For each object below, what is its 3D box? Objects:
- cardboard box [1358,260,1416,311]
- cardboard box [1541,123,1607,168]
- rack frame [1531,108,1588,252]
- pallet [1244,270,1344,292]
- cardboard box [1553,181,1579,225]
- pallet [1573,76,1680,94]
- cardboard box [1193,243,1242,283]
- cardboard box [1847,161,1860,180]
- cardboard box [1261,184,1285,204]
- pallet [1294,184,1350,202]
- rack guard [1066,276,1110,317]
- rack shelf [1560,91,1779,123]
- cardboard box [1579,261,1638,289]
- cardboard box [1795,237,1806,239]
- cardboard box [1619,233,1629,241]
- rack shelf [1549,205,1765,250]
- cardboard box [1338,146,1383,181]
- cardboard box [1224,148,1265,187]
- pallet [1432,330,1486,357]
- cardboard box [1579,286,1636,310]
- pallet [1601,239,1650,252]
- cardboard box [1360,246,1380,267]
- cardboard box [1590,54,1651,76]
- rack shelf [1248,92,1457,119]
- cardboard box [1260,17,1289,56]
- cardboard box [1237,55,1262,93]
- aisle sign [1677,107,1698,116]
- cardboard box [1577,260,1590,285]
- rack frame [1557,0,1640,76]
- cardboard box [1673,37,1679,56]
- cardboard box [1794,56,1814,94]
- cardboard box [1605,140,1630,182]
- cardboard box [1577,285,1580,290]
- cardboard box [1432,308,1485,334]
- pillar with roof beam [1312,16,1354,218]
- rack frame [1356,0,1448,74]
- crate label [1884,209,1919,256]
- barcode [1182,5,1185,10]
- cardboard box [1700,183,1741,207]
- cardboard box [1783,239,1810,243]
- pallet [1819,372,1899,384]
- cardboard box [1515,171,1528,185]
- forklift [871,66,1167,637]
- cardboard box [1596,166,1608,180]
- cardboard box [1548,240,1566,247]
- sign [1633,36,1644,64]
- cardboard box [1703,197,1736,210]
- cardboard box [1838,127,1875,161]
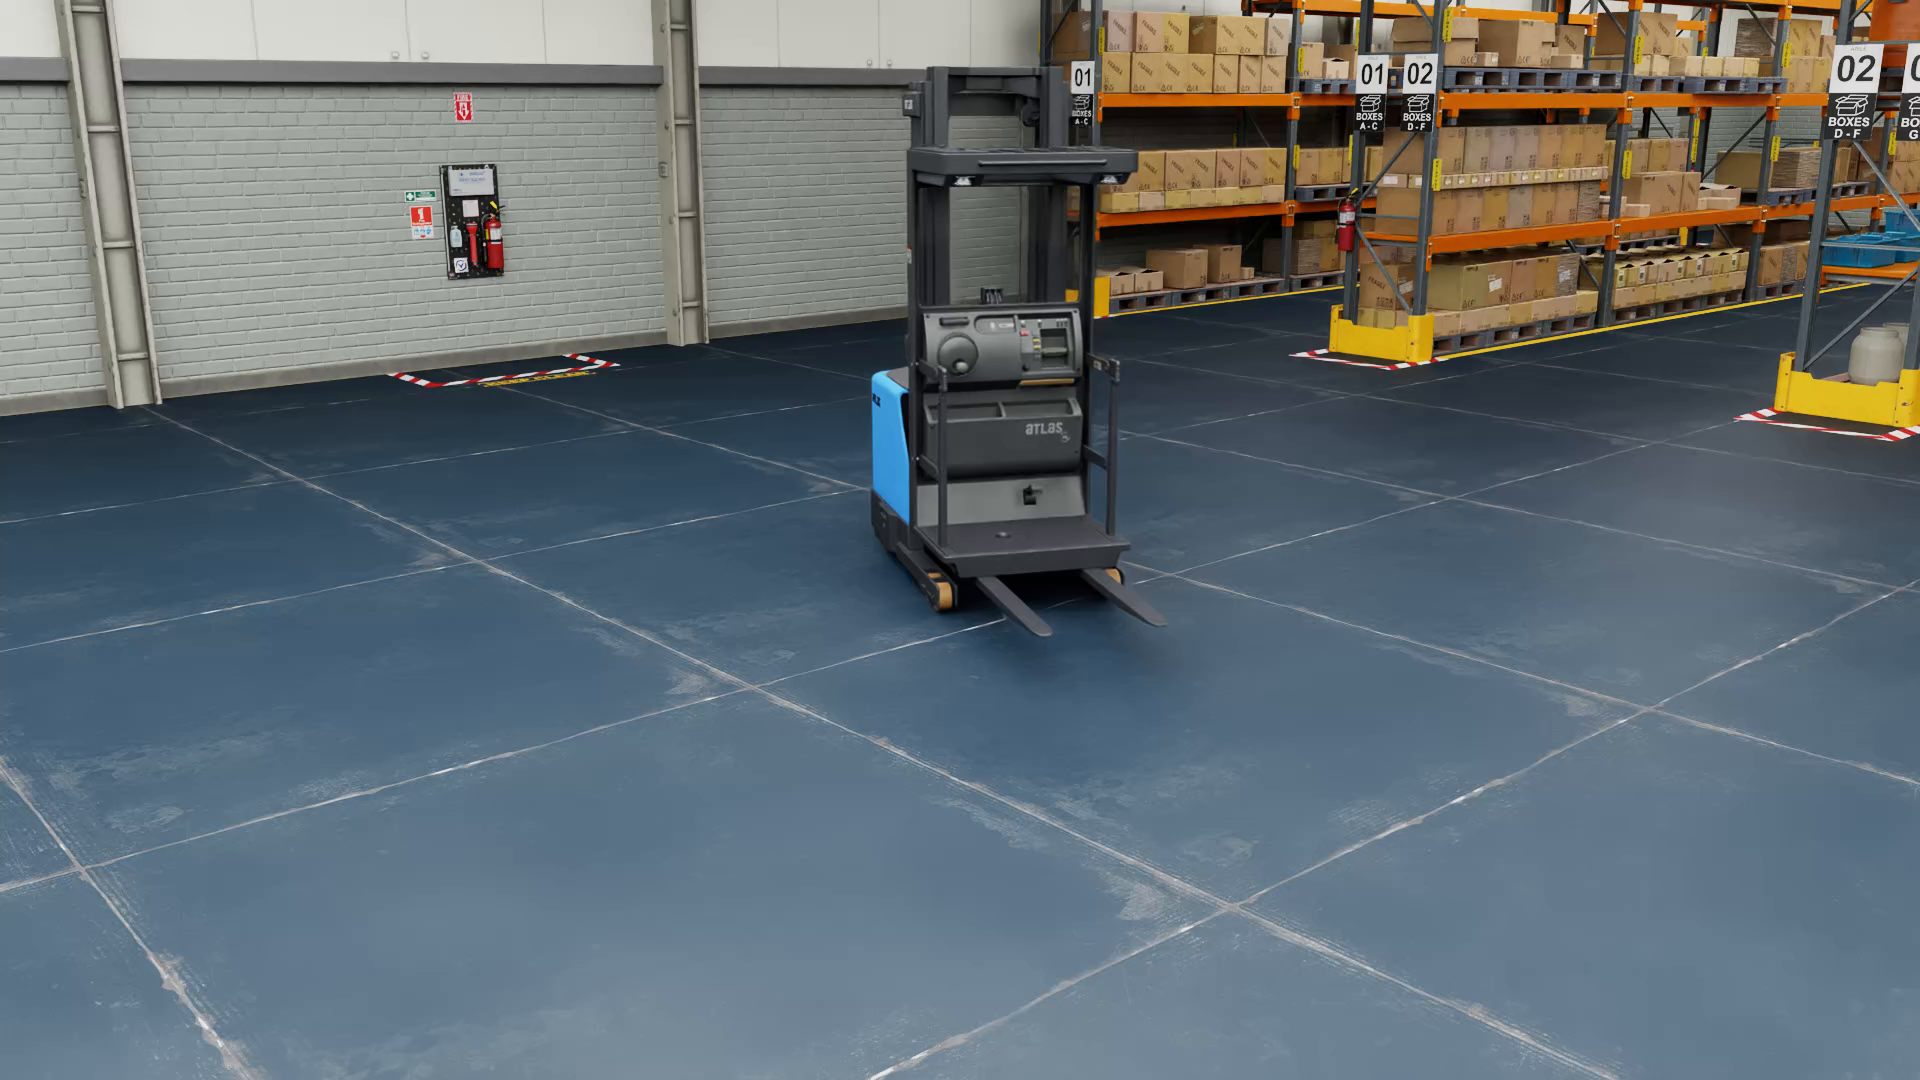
[{"bbox_3d":[4.870,-2.886,18.803,0.500,0.500,0.500,-13,19,-39],"label":"cardboard box"},{"bbox_3d":[7.348,-4.777,20.112,0.500,0.500,0.700,-13,19,-39],"label":"cardboard box"},{"bbox_3d":[10.459,-6.497,29.260,0.127,3.000,1.000,-13,19,-39],"label":"rack frame"},{"bbox_3d":[5.010,-3.927,25.041,1.213,0.211,1.003,-13,19,-39],"label":"pallet"},{"bbox_3d":[6.954,-4.059,19.941,0.500,0.500,0.700,-13,20,-40],"label":"cardboard box"},{"bbox_3d":[8.335,-5.687,20.785,1.217,0.209,0.805,-14,20,-42],"label":"pallet"},{"bbox_3d":[3.667,-3.963,23.765,0.500,0.500,0.500,14,21,43],"label":"cardboard box"},{"bbox_3d":[13.922,-5.716,26.143,0.500,0.500,0.500,-12,19,-38],"label":"cardboard box"},{"bbox_3d":[4.265,-4.940,23.682,0.500,0.250,0.500,-13,19,-39],"label":"cardboard box"},{"bbox_3d":[5.096,-5.150,24.590,1.213,0.211,1.003,-13,19,-39],"label":"pallet"},{"bbox_3d":[1.464,-3.269,22.021,0.348,0.500,1.175,-13,19,-39],"label":"rack guard"},{"bbox_3d":[9.187,-5.618,21.553,4.000,0.370,1.077,-13,19,-39],"label":"rack shelf"},{"bbox_3d":[8.154,-3.345,20.888,0.500,0.311,0.500,-13,19,-39],"label":"cardboard box"},{"bbox_3d":[12.412,-4.328,25.131,0.500,0.500,0.500,-12,19,-39],"label":"cardboard box"},{"bbox_3d":[11.860,-5.770,30.568,0.500,0.500,0.700,-12,19,-38],"label":"cardboard box"},{"bbox_3d":[9.187,-4.169,21.940,4.000,0.370,1.077,-13,19,-39],"label":"rack shelf"},{"bbox_3d":[6.168,-5.783,25.542,0.500,0.500,0.700,-13,19,-39],"label":"cardboard box"},{"bbox_3d":[3.897,-5.215,23.261,0.500,0.500,0.500,-13,20,-40],"label":"cardboard box"},{"bbox_3d":[5.210,-2.291,18.917,1.213,0.211,1.003,-13,19,-39],"label":"pallet"},{"bbox_3d":[8.145,-3.073,20.955,0.500,0.250,0.500,-13,20,-41],"label":"cardboard box"},{"bbox_3d":[12.005,-5.471,30.823,1.213,0.211,1.003,-13,19,-39],"label":"pallet"},{"bbox_3d":[6.111,-4.538,25.917,0.500,0.500,0.700,-13,20,-40],"label":"cardboard box"},{"bbox_3d":[8.149,-5.860,20.541,0.500,0.250,0.500,-10,18,-34],"label":"cardboard box"},{"bbox_3d":[5.932,-6.582,25.161,4.000,0.370,1.077,-13,19,-39],"label":"rack shelf"},{"bbox_3d":[4.224,-6.994,23.140,0.500,0.500,0.500,14,20,42],"label":"cardboard box"},{"bbox_3d":[3.815,-6.432,22.972,0.500,0.500,0.500,14,20,42],"label":"cardboard box"},{"bbox_3d":[13.728,-8.384,31.289,0.004,0.787,0.394,-13,19,-39],"label":"aisle sign"},{"bbox_3d":[7.796,-3.448,21.273,0.500,0.311,0.500,-13,19,-39],"label":"cardboard box"},{"bbox_3d":[7.678,-7.076,19.805,0.127,3.000,1.000,-13,19,-39],"label":"rack frame"},{"bbox_3d":[12.719,-8.905,30.293,0.500,0.500,0.500,-12,19,-38],"label":"cardboard box"},{"bbox_3d":[11.388,-6.520,23.340,0.500,0.500,0.910,-13,19,-39],"label":"cardboard box"},{"bbox_3d":[11.433,-6.853,30.013,0.700,0.700,0.980,-13,20,-41],"label":"cardboard box"},{"bbox_3d":[7.801,-3.179,21.354,0.500,0.250,0.500,-13,20,-40],"label":"cardboard box"},{"bbox_3d":[5.586,-2.508,18.840,0.500,0.250,0.500,-13,19,-39],"label":"cardboard box"},{"bbox_3d":[8.719,-7.828,22.618,0.400,9.000,9.100,-13,19,-39],"label":"pillar with roof beam"},{"bbox_3d":[4.661,-6.399,17.268,0.127,3.000,1.000,-13,19,-39],"label":"rack frame"},{"bbox_3d":[9.120,-2.917,15.789,0.616,0.435,0.502,-13,19,-39],"label":"crate label"},{"bbox_3d":[3.093,-7.357,22.986,0.075,0.075,0.001,-13,19,-39],"label":"barcode"},{"bbox_3d":[10.393,-4.759,22.928,0.500,0.311,0.500,-11,19,-36],"label":"cardboard box"},{"bbox_3d":[12.390,-4.145,24.447,0.500,0.500,0.500,-14,20,-41],"label":"cardboard box"},{"bbox_3d":[8.552,-1.347,15.383,1.213,0.211,1.003,-13,19,-39],"label":"pallet"},{"bbox_3d":[6.258,-4.147,19.011,0.250,0.149,0.380,-12,19,-39],"label":"cardboard box"},{"bbox_3d":[0.308,-1.131,9.304,1.130,2.935,3.031,-4,15,-15],"label":"forklift"},{"bbox_3d":[7.614,-4.452,20.154,0.250,0.149,0.380,-13,20,-39],"label":"cardboard box"},{"bbox_3d":[10.054,-5.526,28.977,0.750,0.750,0.750,-12,19,-39],"label":"cardboard box"},{"bbox_3d":[8.044,-5.807,19.711,0.005,0.325,0.100,-13,19,-39],"label":"sign"},{"bbox_3d":[10.199,-4.528,22.376,0.250,0.149,0.380,-13,19,-39],"label":"cardboard box"},{"bbox_3d":[13.925,-6.201,26.020,0.500,0.500,0.500,-13,19,-39],"label":"cardboard box"}]
